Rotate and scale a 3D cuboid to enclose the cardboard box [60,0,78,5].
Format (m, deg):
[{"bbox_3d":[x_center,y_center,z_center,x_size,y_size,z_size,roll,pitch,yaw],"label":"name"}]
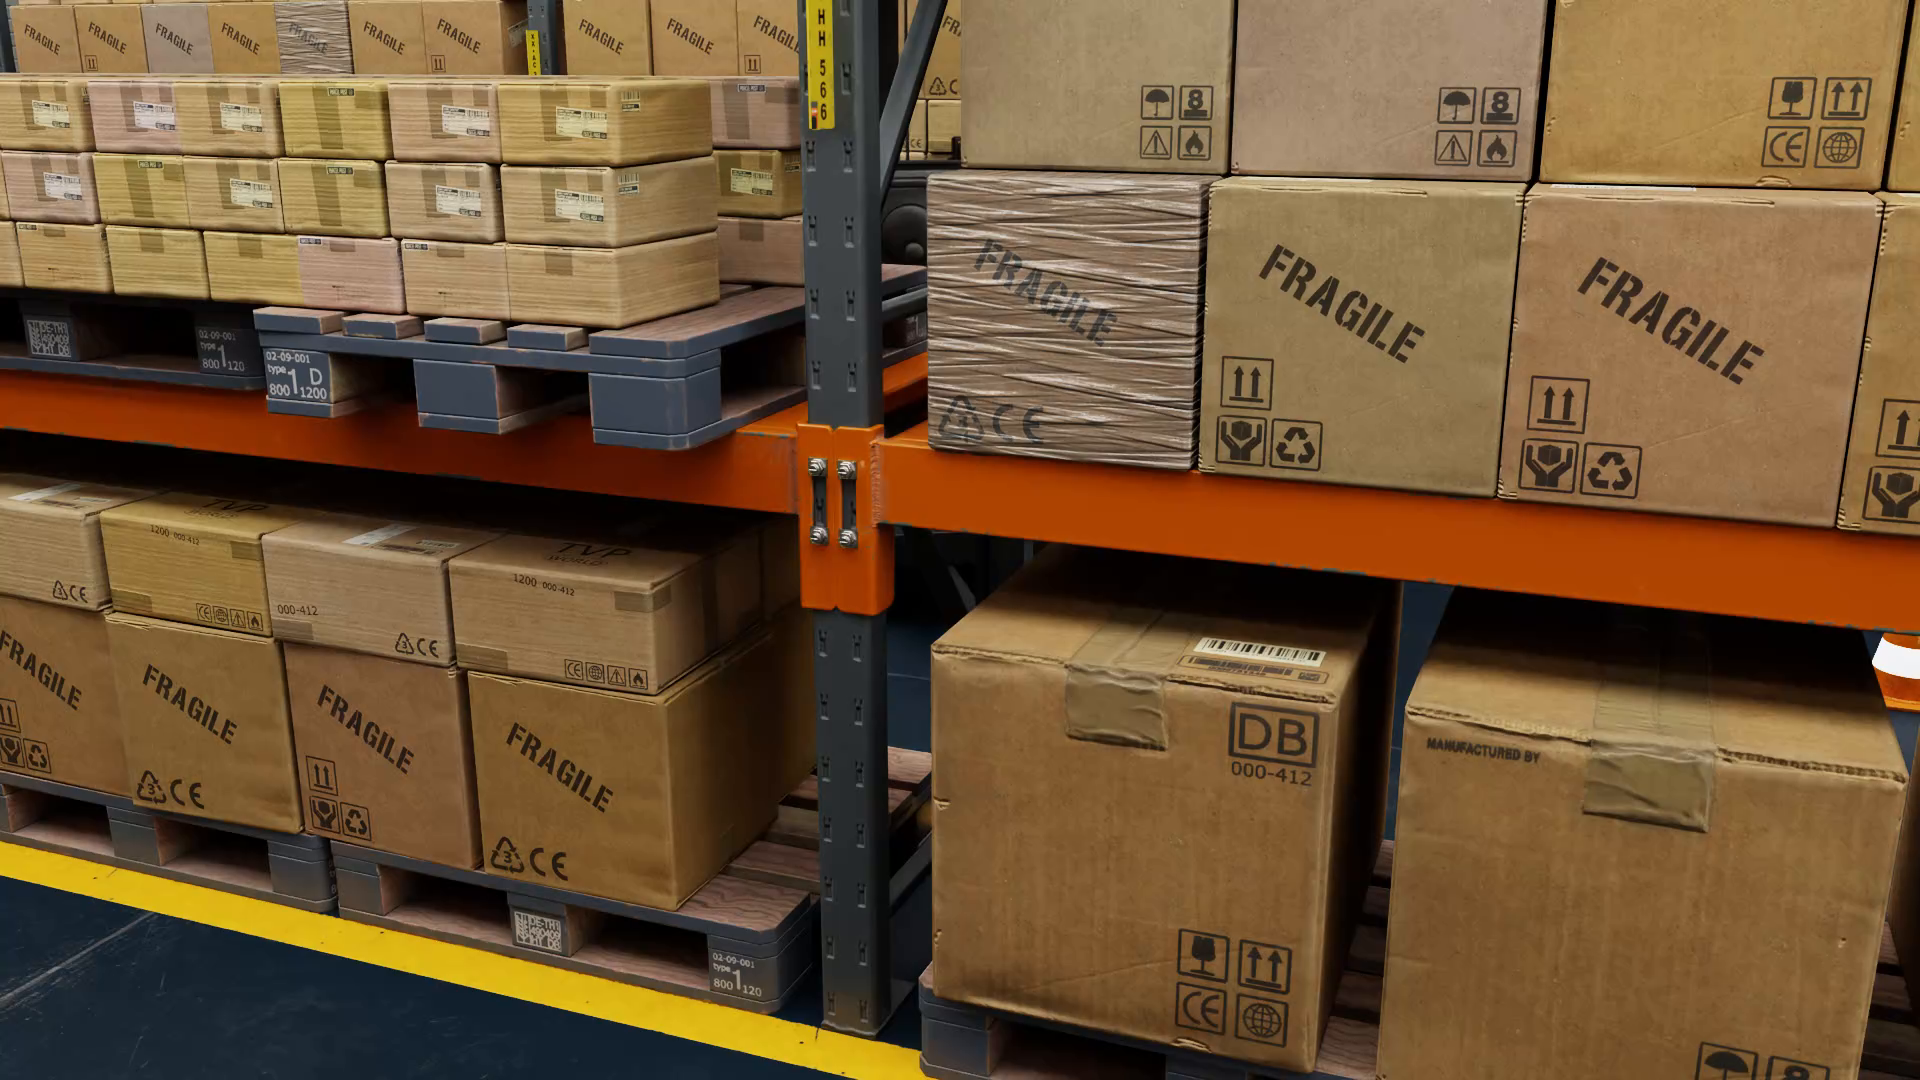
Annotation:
[{"bbox_3d":[-5.276,-3.351,10.200,0.250,0.149,0.380,7,17,22],"label":"cardboard box"}]

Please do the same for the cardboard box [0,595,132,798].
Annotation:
[{"bbox_3d":[-2.201,0.322,4.413,0.500,0.500,0.500,7,17,22],"label":"cardboard box"}]

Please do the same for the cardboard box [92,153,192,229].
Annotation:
[{"bbox_3d":[-1.639,-0.777,3.632,0.250,0.149,0.380,6,17,20],"label":"cardboard box"}]

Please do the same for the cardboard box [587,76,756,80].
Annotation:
[{"bbox_3d":[-0.665,-1.006,3.890,0.250,0.149,0.380,6,17,19],"label":"cardboard box"}]

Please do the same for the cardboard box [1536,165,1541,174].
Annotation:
[{"bbox_3d":[0.926,-0.536,3.459,0.500,0.500,0.500,6,17,21],"label":"cardboard box"}]

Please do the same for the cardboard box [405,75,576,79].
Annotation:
[{"bbox_3d":[-1.137,-1.060,4.075,0.250,0.149,0.380,6,17,18],"label":"cardboard box"}]

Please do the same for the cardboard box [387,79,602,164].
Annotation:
[{"bbox_3d":[-0.912,-0.840,3.316,0.250,0.149,0.380,6,17,20],"label":"cardboard box"}]

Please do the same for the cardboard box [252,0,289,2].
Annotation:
[{"bbox_3d":[-3.857,-3.176,9.596,0.250,0.149,0.380,6,17,21],"label":"cardboard box"}]

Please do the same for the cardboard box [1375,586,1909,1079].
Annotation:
[{"bbox_3d":[1.293,0.538,3.224,0.750,0.750,1.050,7,17,21],"label":"cardboard box"}]

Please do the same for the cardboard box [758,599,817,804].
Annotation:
[{"bbox_3d":[-0.619,0.345,4.336,0.500,0.500,0.500,6,17,18],"label":"cardboard box"}]

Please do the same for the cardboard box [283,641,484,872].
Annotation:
[{"bbox_3d":[-1.245,0.430,4.043,0.500,0.500,0.500,7,18,23],"label":"cardboard box"}]

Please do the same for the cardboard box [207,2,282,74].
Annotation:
[{"bbox_3d":[-4.003,-2.881,9.743,0.500,0.500,0.500,6,17,21],"label":"cardboard box"}]

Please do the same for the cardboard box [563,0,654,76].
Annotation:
[{"bbox_3d":[-1.750,-2.627,8.871,0.500,0.500,0.500,6,17,21],"label":"cardboard box"}]

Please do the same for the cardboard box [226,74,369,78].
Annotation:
[{"bbox_3d":[-1.637,-1.114,4.260,0.250,0.149,0.380,7,18,22],"label":"cardboard box"}]

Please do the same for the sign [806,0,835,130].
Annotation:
[{"bbox_3d":[-0.245,-0.892,2.930,0.005,0.325,0.100,6,17,21],"label":"sign"}]

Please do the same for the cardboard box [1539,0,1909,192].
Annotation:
[{"bbox_3d":[1.308,-0.892,2.892,0.500,0.500,0.700,6,17,20],"label":"cardboard box"}]

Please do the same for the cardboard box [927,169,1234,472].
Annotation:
[{"bbox_3d":[0.264,-0.447,3.155,0.500,0.500,0.500,6,17,21],"label":"cardboard box"}]

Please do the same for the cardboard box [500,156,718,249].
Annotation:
[{"bbox_3d":[-0.681,-0.672,3.271,0.250,0.149,0.380,7,17,22],"label":"cardboard box"}]

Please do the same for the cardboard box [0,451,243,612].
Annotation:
[{"bbox_3d":[-2.216,-0.035,4.298,0.500,0.250,0.500,7,18,23],"label":"cardboard box"}]

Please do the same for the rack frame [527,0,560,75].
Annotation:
[{"bbox_3d":[-2.054,-2.219,9.436,0.127,3.000,1.000,6,17,21],"label":"rack frame"}]

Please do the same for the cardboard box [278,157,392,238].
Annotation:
[{"bbox_3d":[-1.176,-0.725,3.454,0.250,0.149,0.380,7,17,22],"label":"cardboard box"}]

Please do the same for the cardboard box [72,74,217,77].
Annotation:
[{"bbox_3d":[-2.119,-1.167,4.445,0.250,0.149,0.380,5,17,18],"label":"cardboard box"}]

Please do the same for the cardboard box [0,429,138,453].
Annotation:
[{"bbox_3d":[-2.517,-0.219,4.934,0.500,0.250,0.500,7,18,23],"label":"cardboard box"}]

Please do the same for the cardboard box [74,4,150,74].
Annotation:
[{"bbox_3d":[-4.949,-2.982,10.093,0.500,0.500,0.500,6,17,19],"label":"cardboard box"}]

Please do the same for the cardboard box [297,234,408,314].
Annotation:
[{"bbox_3d":[-1.152,-0.580,3.488,0.250,0.149,0.380,7,17,22],"label":"cardboard box"}]

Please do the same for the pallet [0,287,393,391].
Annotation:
[{"bbox_3d":[-1.911,-0.615,4.256,1.213,0.211,1.003,6,17,21],"label":"pallet"}]

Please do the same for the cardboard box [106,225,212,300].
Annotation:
[{"bbox_3d":[-1.634,-0.633,3.672,0.250,0.149,0.380,5,17,18],"label":"cardboard box"}]

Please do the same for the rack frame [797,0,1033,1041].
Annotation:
[{"bbox_3d":[-0.055,-0.515,3.569,0.127,3.000,1.000,6,17,21],"label":"rack frame"}]

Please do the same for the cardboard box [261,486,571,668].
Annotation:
[{"bbox_3d":[-1.261,0.073,3.929,0.500,0.250,0.500,7,17,21],"label":"cardboard box"}]

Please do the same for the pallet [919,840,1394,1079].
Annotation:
[{"bbox_3d":[0.651,0.924,3.612,1.213,0.211,1.003,6,17,21],"label":"pallet"}]

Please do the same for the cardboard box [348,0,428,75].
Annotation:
[{"bbox_3d":[-3.063,-2.778,9.388,0.500,0.500,0.500,6,17,20],"label":"cardboard box"}]

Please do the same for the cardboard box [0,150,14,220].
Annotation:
[{"bbox_3d":[-2.122,-0.829,3.814,0.250,0.149,0.380,6,17,20],"label":"cardboard box"}]

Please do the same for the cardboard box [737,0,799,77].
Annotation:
[{"bbox_3d":[-0.801,-2.530,8.537,0.500,0.500,0.500,6,17,19],"label":"cardboard box"}]

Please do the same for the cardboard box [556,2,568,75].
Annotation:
[{"bbox_3d":[-2.408,-2.858,9.667,0.500,0.500,0.500,6,17,21],"label":"cardboard box"}]

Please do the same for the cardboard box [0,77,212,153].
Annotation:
[{"bbox_3d":[-1.881,-0.946,3.683,0.250,0.149,0.380,7,18,23],"label":"cardboard box"}]

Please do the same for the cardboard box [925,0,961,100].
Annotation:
[{"bbox_3d":[0.151,-2.426,8.176,0.500,0.500,0.500,6,17,21],"label":"cardboard box"}]

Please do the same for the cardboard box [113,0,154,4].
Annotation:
[{"bbox_3d":[-4.825,-3.273,9.930,0.250,0.149,0.380,6,17,19],"label":"cardboard box"}]

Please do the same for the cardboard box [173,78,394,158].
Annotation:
[{"bbox_3d":[-1.405,-0.893,3.499,0.250,0.149,0.380,7,18,22],"label":"cardboard box"}]

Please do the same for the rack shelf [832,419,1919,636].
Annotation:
[{"bbox_3d":[1.806,0.035,2.964,4.000,0.370,1.077,6,17,21],"label":"rack shelf"}]

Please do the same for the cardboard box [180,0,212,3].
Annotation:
[{"bbox_3d":[-4.345,-3.223,9.759,0.250,0.149,0.380,6,17,21],"label":"cardboard box"}]

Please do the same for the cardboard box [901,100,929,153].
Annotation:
[{"bbox_3d":[-0.322,-2.113,8.443,0.500,0.250,0.500,6,17,19],"label":"cardboard box"}]

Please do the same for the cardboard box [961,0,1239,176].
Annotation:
[{"bbox_3d":[0.359,-0.995,3.248,0.500,0.500,0.700,6,17,20],"label":"cardboard box"}]

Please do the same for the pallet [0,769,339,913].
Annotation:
[{"bbox_3d":[-1.912,0.618,4.665,1.213,0.211,1.003,6,17,21],"label":"pallet"}]

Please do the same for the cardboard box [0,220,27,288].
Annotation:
[{"bbox_3d":[-2.128,-0.687,3.858,0.250,0.149,0.380,5,17,18],"label":"cardboard box"}]

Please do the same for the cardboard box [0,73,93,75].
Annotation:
[{"bbox_3d":[-2.597,-1.220,4.625,0.250,0.149,0.380,6,17,20],"label":"cardboard box"}]

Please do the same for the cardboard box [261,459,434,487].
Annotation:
[{"bbox_3d":[-1.535,-0.116,4.578,0.500,0.250,0.500,6,17,21],"label":"cardboard box"}]

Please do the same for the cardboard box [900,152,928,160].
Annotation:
[{"bbox_3d":[-0.327,-1.871,8.506,0.500,0.250,0.500,6,17,20],"label":"cardboard box"}]

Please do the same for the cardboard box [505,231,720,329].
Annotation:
[{"bbox_3d":[-0.682,-0.528,3.308,0.250,0.149,0.380,7,17,22],"label":"cardboard box"}]

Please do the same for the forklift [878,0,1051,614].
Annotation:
[{"bbox_3d":[0.125,-1.237,6.179,1.130,2.935,3.031,-3,17,-11],"label":"forklift"}]

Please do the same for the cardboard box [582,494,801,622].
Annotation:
[{"bbox_3d":[-0.607,-0.010,4.213,0.500,0.250,0.500,5,17,18],"label":"cardboard box"}]

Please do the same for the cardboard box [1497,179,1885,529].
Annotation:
[{"bbox_3d":[1.207,-0.344,2.800,0.500,0.500,0.500,6,17,21],"label":"cardboard box"}]
